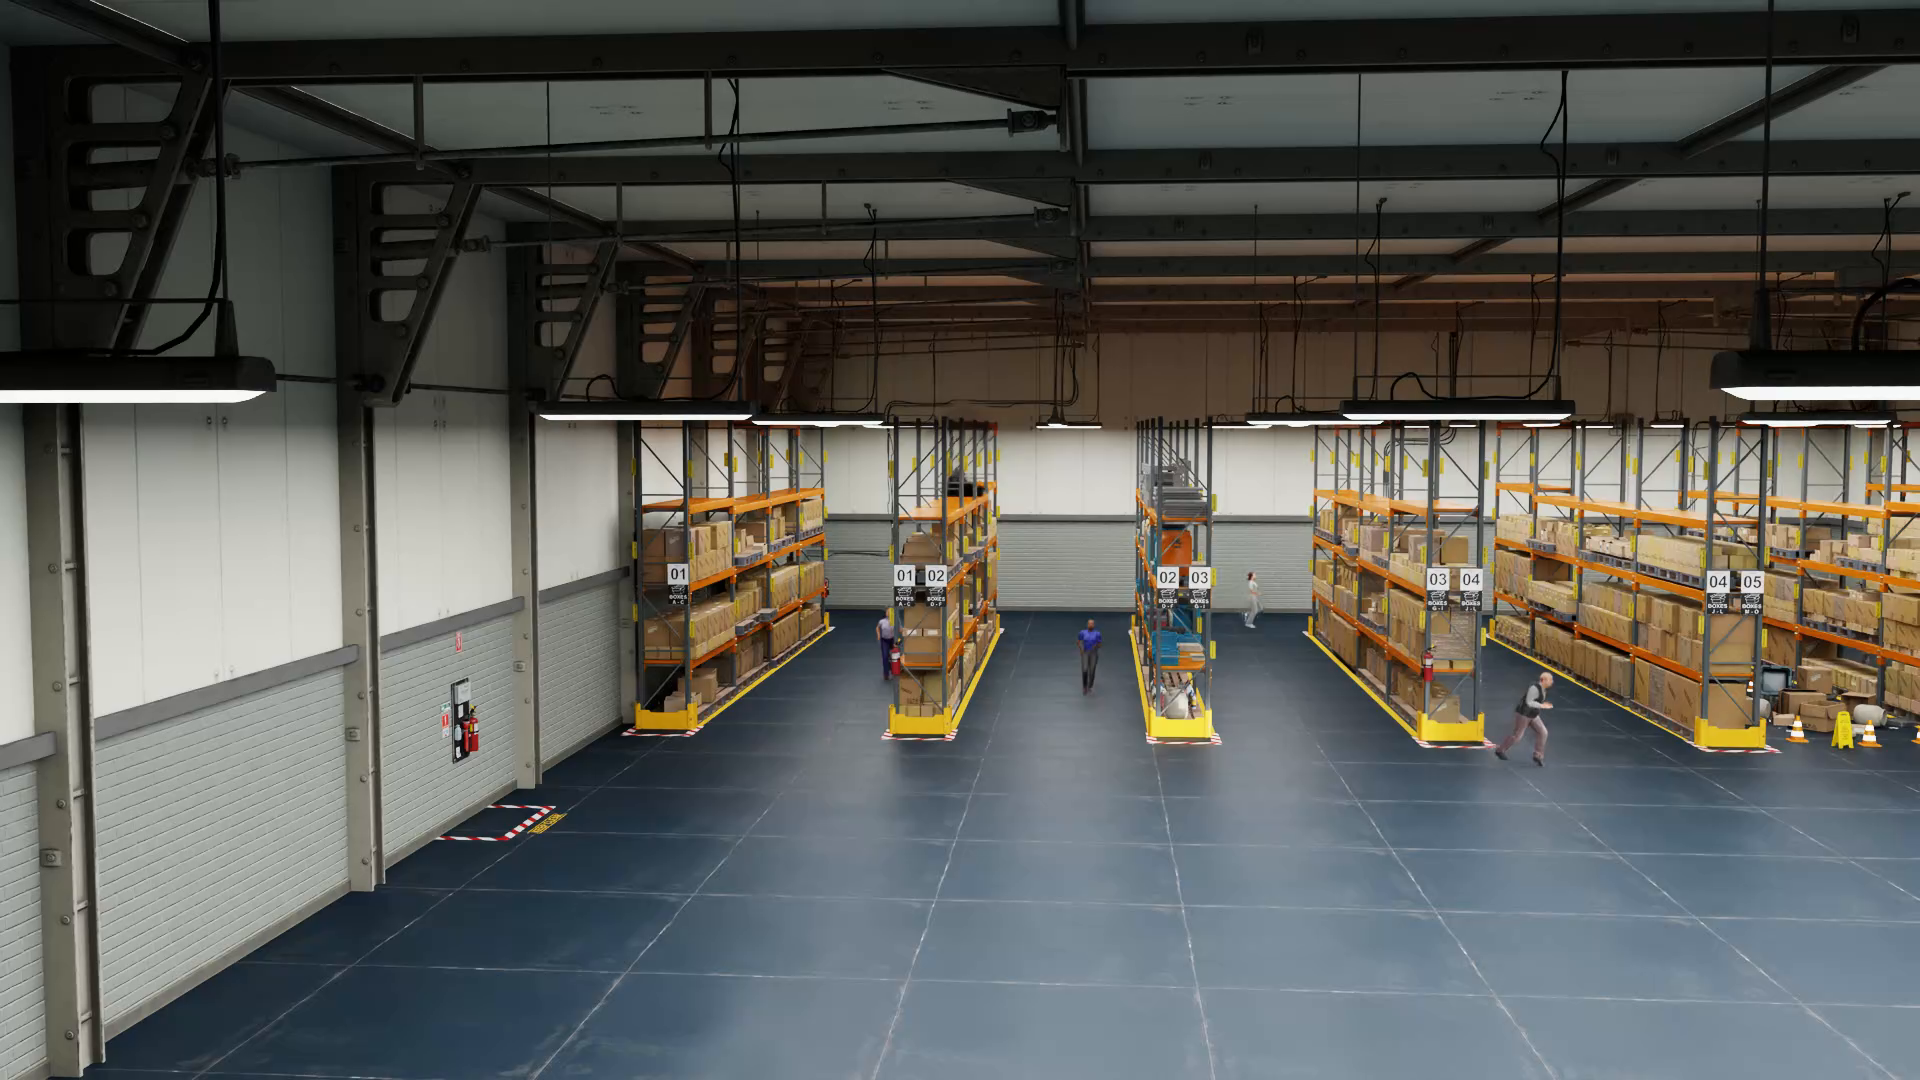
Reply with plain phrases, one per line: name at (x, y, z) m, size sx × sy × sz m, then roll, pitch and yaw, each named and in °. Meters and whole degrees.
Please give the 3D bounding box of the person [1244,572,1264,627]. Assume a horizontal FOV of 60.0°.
person at (8.611, 1.742, 48.680) m, size 0.578 × 1.634 × 0.572 m, roll 1°, pitch 4°, yaw 18°

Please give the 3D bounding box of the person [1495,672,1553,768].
person at (9.716, 3.069, 28.548) m, size 0.998 × 1.677 × 0.565 m, roll 3°, pitch 5°, yaw 39°

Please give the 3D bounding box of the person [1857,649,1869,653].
person at (22.137, 2.202, 40.759) m, size 0.623 × 1.288 × 0.469 m, roll 0°, pitch 4°, yaw -3°

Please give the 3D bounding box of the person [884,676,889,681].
person at (-1.610, 3.012, 38.406) m, size 0.287 × 0.383 × 0.894 m, roll 0°, pitch 4°, yaw -1°

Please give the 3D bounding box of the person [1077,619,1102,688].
person at (2.821, 2.484, 36.161) m, size 0.549 × 1.544 × 0.682 m, roll 0°, pitch 4°, yaw 1°
